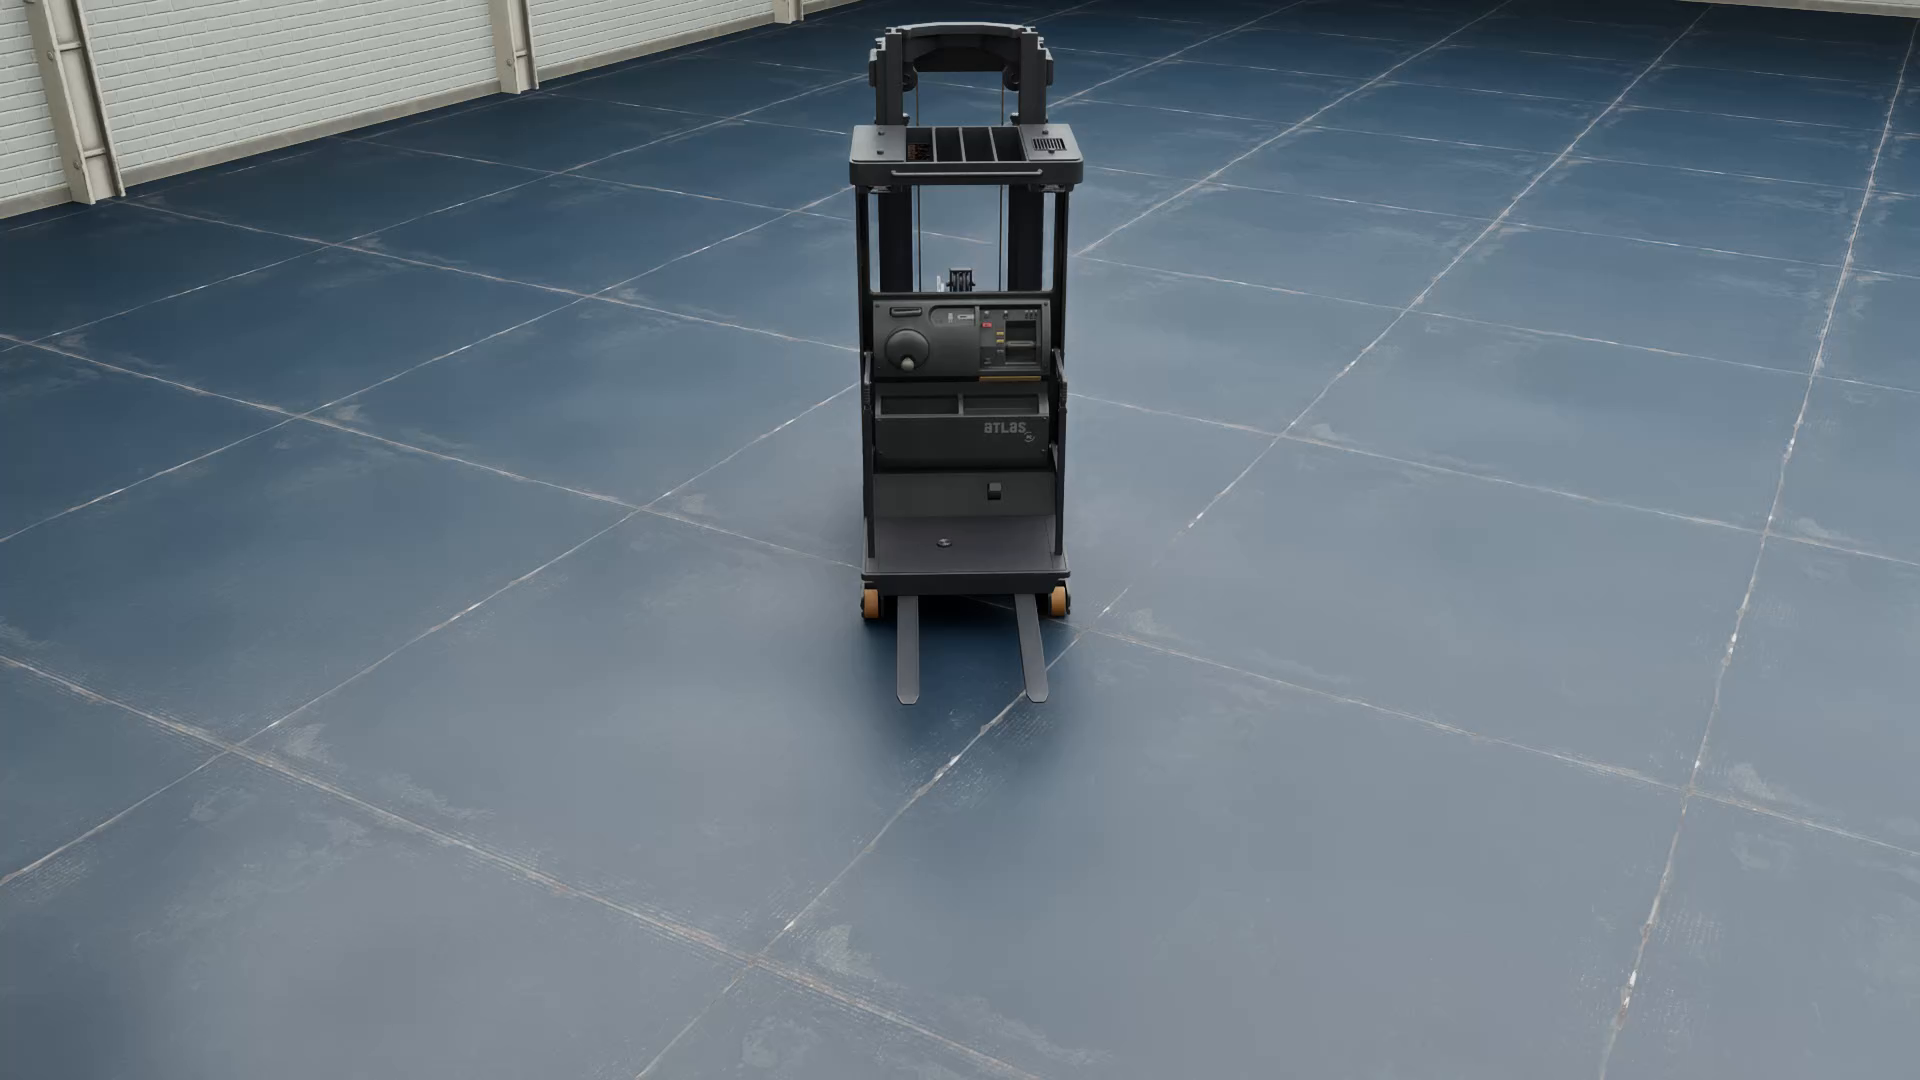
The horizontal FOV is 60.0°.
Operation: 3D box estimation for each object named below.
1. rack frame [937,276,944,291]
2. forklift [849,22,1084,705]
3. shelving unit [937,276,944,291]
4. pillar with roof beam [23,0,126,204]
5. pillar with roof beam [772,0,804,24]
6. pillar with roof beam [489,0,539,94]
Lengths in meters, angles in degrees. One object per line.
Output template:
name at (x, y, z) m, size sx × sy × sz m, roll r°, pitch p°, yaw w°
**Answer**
rack frame at (-0.113, -1.038, 10.459) m, size 0.015 × 1.200 × 0.240 m, roll -3°, pitch 21°, yaw -6°
forklift at (0.018, -1.031, 8.535) m, size 1.130 × 2.935 × 3.031 m, roll -1°, pitch 27°, yaw -2°
shelving unit at (-0.356, -1.026, 10.433) m, size 0.503 × 1.200 × 0.258 m, roll -3°, pitch 21°, yaw -6°
pillar with roof beam at (-4.828, -6.484, 12.650) m, size 9.100 × 9.000 × 0.400 m, roll 14°, pitch 30°, yaw 26°
pillar with roof beam at (1.075, -11.160, 21.992) m, size 9.100 × 9.000 × 0.400 m, roll 14°, pitch 30°, yaw 26°
pillar with roof beam at (-1.876, -8.822, 17.321) m, size 9.100 × 9.000 × 0.400 m, roll 14°, pitch 30°, yaw 26°
